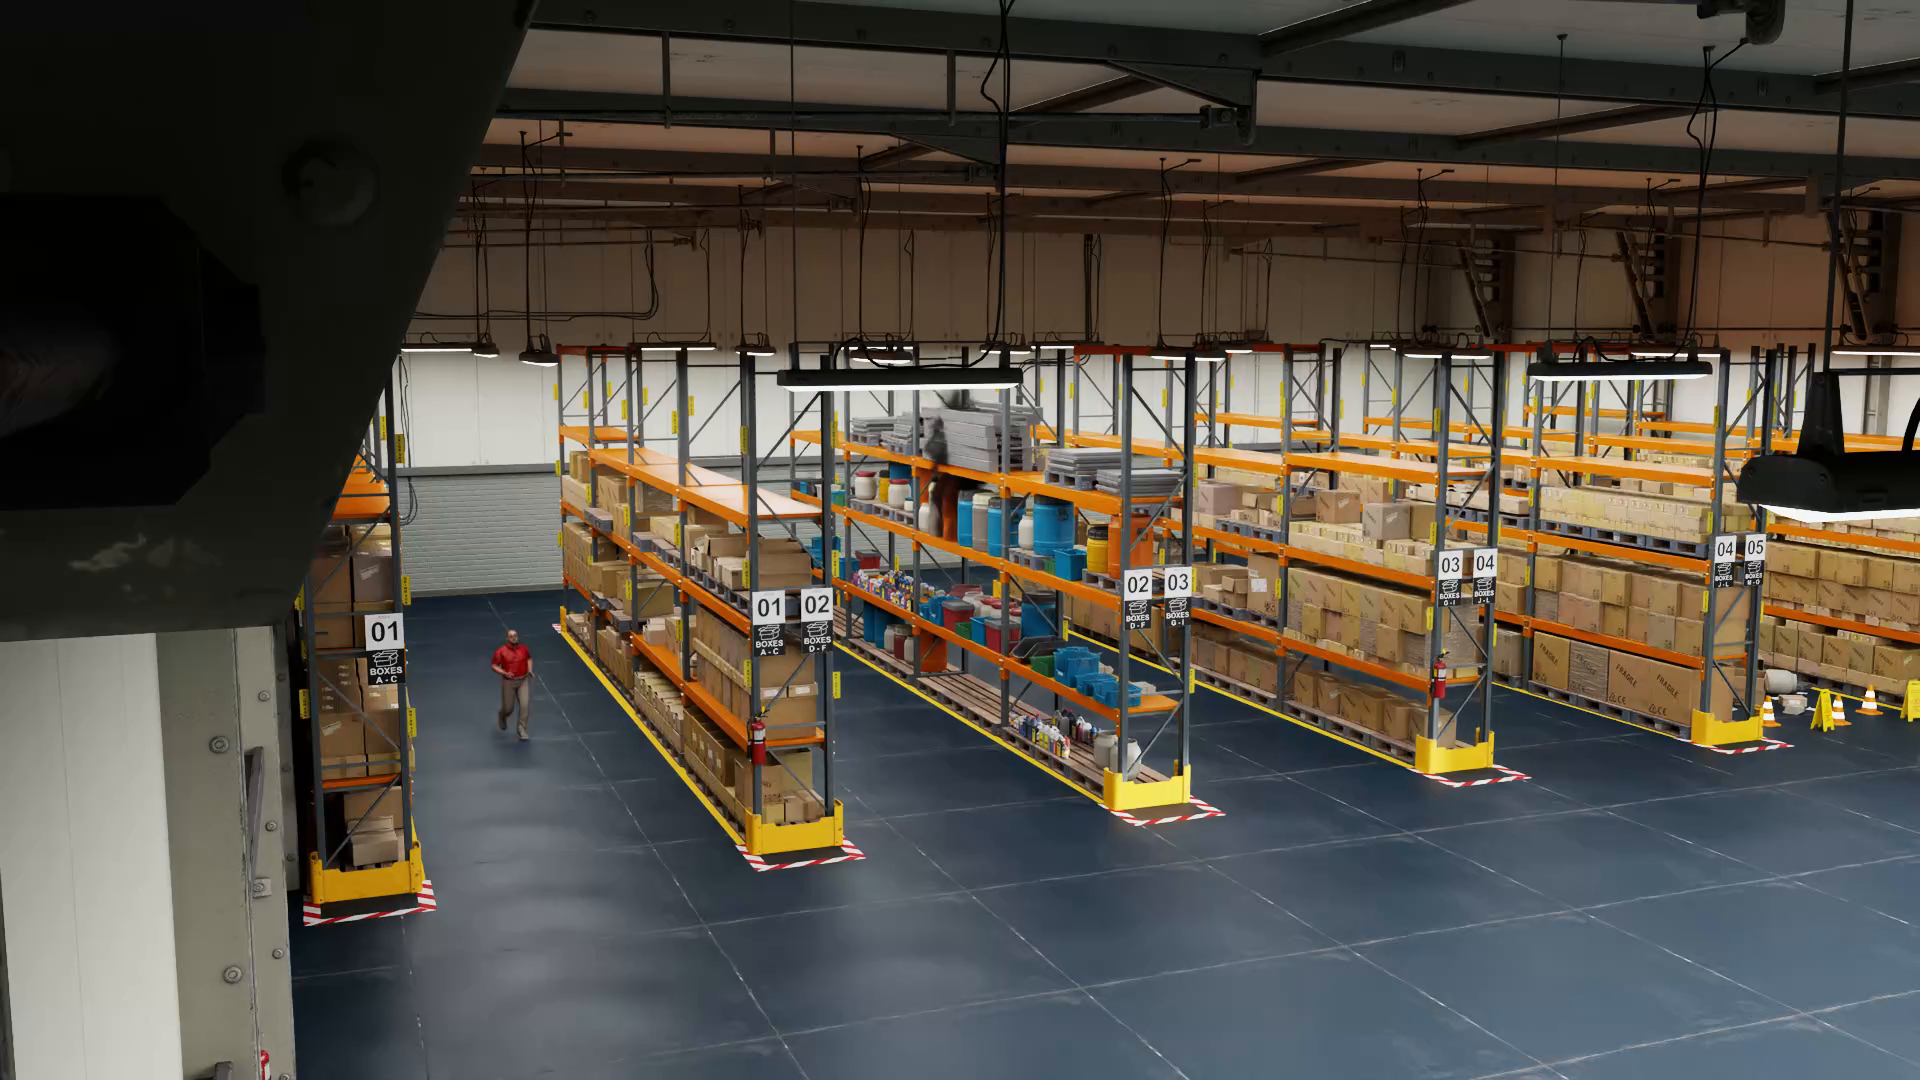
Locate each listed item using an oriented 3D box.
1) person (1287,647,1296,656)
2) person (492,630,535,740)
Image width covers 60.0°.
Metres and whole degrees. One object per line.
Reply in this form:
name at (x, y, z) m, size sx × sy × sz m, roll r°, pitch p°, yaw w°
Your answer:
person at (6.313, 1.473, 31.415) m, size 0.631 × 1.852 × 0.782 m, roll -2°, pitch 8°, yaw -18°
person at (-6.918, 2.221, 25.816) m, size 0.674 × 1.681 × 0.782 m, roll -5°, pitch 9°, yaw -34°
